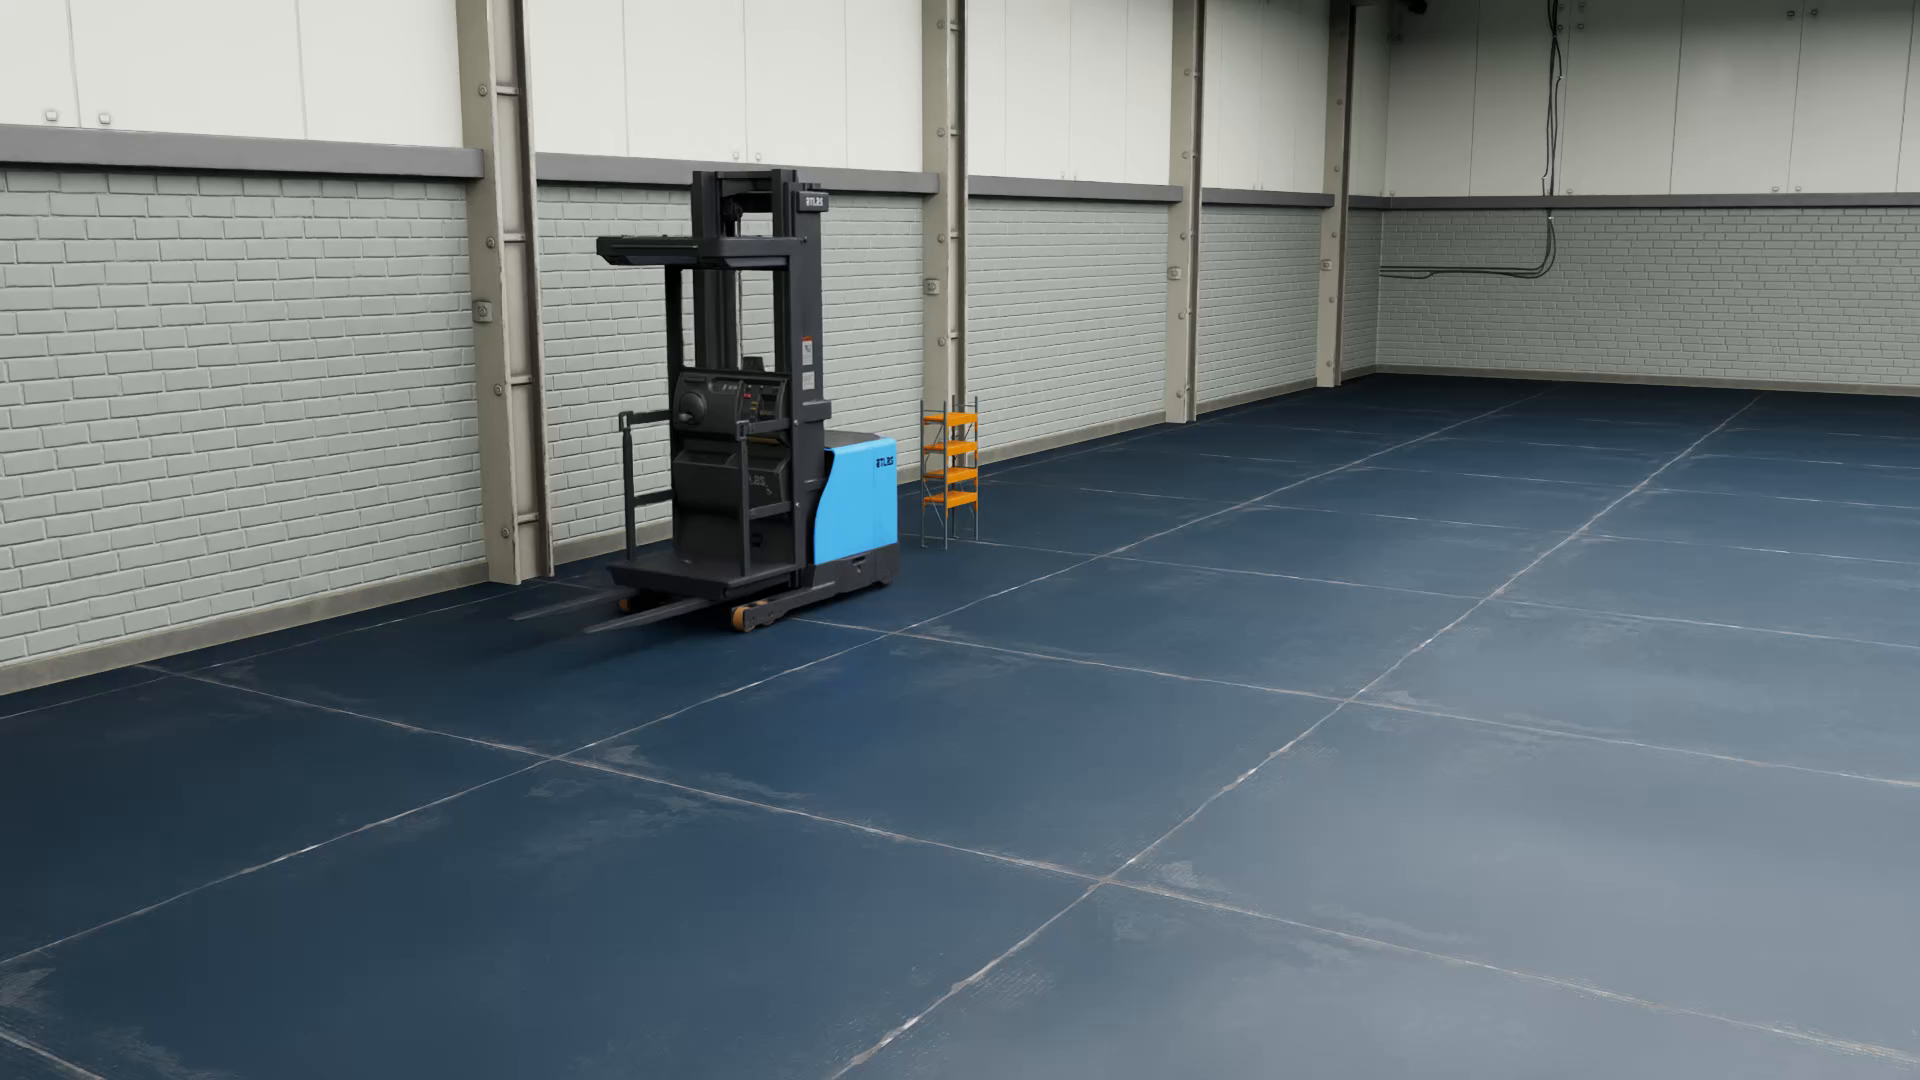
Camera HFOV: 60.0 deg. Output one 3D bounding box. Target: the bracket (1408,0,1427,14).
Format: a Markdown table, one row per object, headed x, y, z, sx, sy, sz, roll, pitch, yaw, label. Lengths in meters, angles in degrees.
| x | y | z | sx | sy | sz | roll | pitch | yaw | label |
| --- | --- | --- | --- | --- | --- | --- | --- | --- | --- |
| 7.829 | -9.145 | 28.482 | 0.235 | 0.232 | 0.430 | 6 | 12 | 31 | bracket |

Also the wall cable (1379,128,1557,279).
| x | y | z | sx | sy | sz | roll | pitch | yaw | label |
| --- | --- | --- | --- | --- | --- | --- | --- | --- | --- |
| 8.739 | -5.783 | 28.740 | 3.097 | 2.526 | 0.112 | 6 | 12 | 31 | wall cable |

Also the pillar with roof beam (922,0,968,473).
| x | y | z | sx | sy | sz | roll | pitch | yaw | label |
| --- | --- | --- | --- | --- | --- | --- | --- | --- | --- |
| 3.529 | -4.673 | 14.377 | 9.100 | 9.000 | 0.400 | 6 | 12 | 31 | pillar with roof beam |

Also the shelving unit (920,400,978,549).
| x | y | z | sx | sy | sz | roll | pitch | yaw | label |
| --- | --- | --- | --- | --- | --- | --- | --- | --- | --- |
| -0.089 | -0.563 | 13.614 | 0.258 | 1.200 | 0.492 | 6 | 12 | 31 | shelving unit |

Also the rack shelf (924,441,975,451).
| x | y | z | sx | sy | sz | roll | pitch | yaw | label |
| --- | --- | --- | --- | --- | --- | --- | --- | --- | --- |
| -0.086 | -0.770 | 13.581 | 0.221 | 0.021 | 0.457 | 6 | 12 | 31 | rack shelf |

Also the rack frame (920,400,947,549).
| x | y | z | sx | sy | sz | roll | pitch | yaw | label |
| --- | --- | --- | --- | --- | --- | --- | --- | --- | --- |
| -0.213 | -0.525 | 13.414 | 0.240 | 1.200 | 0.015 | 6 | 12 | 31 | rack frame |

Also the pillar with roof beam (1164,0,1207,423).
| x | y | z | sx | sy | sz | roll | pitch | yaw | label |
| --- | --- | --- | --- | --- | --- | --- | --- | --- | --- |
| 6.644 | -5.617 | 19.417 | 9.100 | 9.000 | 0.400 | 6 | 12 | 31 | pillar with roof beam |

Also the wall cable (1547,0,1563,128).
| x | y | z | sx | sy | sz | roll | pitch | yaw | label |
| --- | --- | --- | --- | --- | --- | --- | --- | --- | --- |
| 11.051 | -8.007 | 26.895 | 3.097 | 2.526 | 0.112 | 6 | 12 | 31 | wall cable |

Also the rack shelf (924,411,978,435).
| x | y | z | sx | sy | sz | roll | pitch | yaw | label |
| --- | --- | --- | --- | --- | --- | --- | --- | --- | --- |
| -0.086 | -0.950 | 13.547 | 0.258 | 0.148 | 0.480 | 6 | 12 | 31 | rack shelf |

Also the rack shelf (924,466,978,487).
| x | y | z | sx | sy | sz | roll | pitch | yaw | label |
| --- | --- | --- | --- | --- | --- | --- | --- | --- | --- |
| -0.086 | -0.498 | 13.632 | 0.258 | 0.148 | 0.480 | 6 | 12 | 31 | rack shelf |

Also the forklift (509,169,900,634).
| x | y | z | sx | sy | sz | roll | pitch | yaw | label |
| --- | --- | --- | --- | --- | --- | --- | --- | --- | --- |
| -1.655 | -0.946 | 10.958 | 1.130 | 2.935 | 3.031 | 7 | 12 | 32 | forklift |

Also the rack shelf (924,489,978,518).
| x | y | z | sx | sy | sz | roll | pitch | yaw | label |
| --- | --- | --- | --- | --- | --- | --- | --- | --- | --- |
| -0.086 | -0.302 | 13.668 | 0.258 | 0.148 | 0.480 | 6 | 12 | 31 | rack shelf |

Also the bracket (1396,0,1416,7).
| x | y | z | sx | sy | sz | roll | pitch | yaw | label |
| --- | --- | --- | --- | --- | --- | --- | --- | --- | --- |
| 7.522 | -9.052 | 27.986 | 0.076 | 0.066 | 3.189 | 6 | 12 | 31 | bracket |
